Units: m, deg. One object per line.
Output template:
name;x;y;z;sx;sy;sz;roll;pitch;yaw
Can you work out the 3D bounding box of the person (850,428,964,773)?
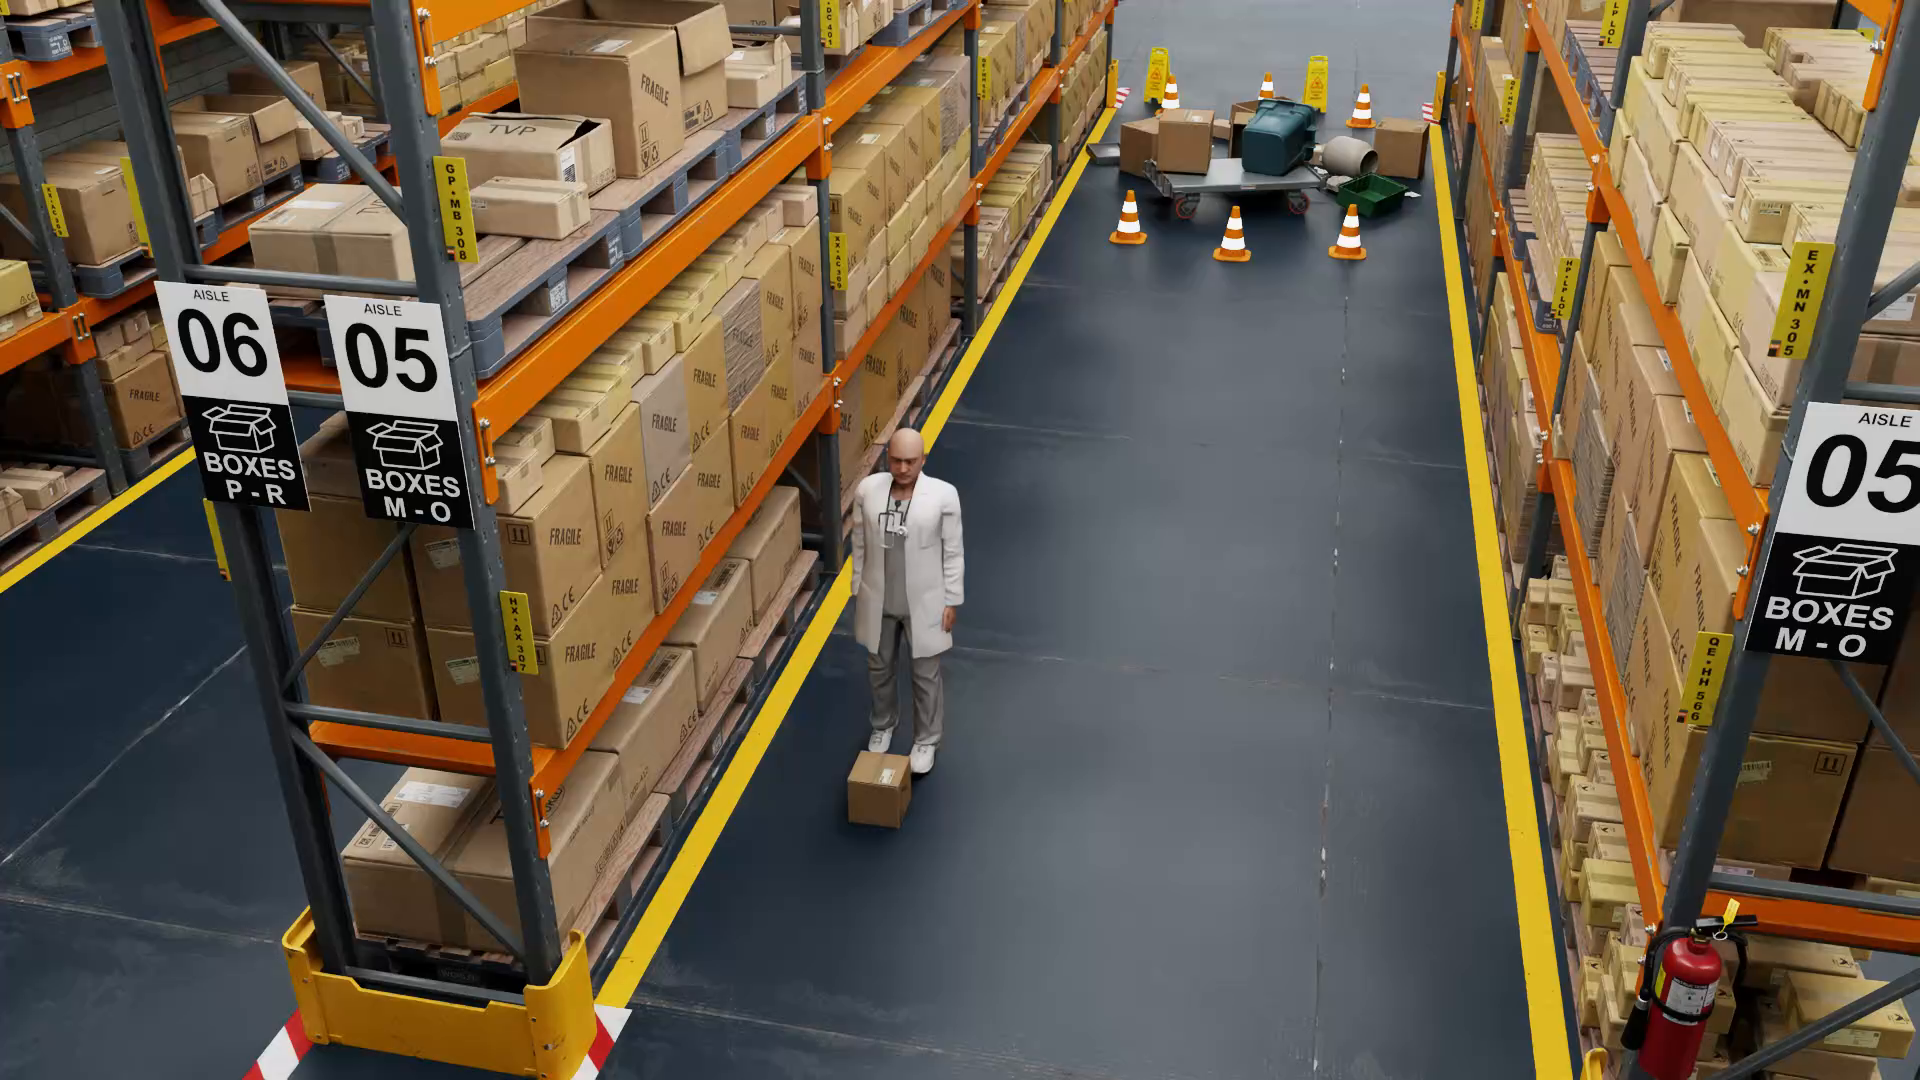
person;-0.262;0.315;8.113;0.575;1.831;0.482;6;29;12
